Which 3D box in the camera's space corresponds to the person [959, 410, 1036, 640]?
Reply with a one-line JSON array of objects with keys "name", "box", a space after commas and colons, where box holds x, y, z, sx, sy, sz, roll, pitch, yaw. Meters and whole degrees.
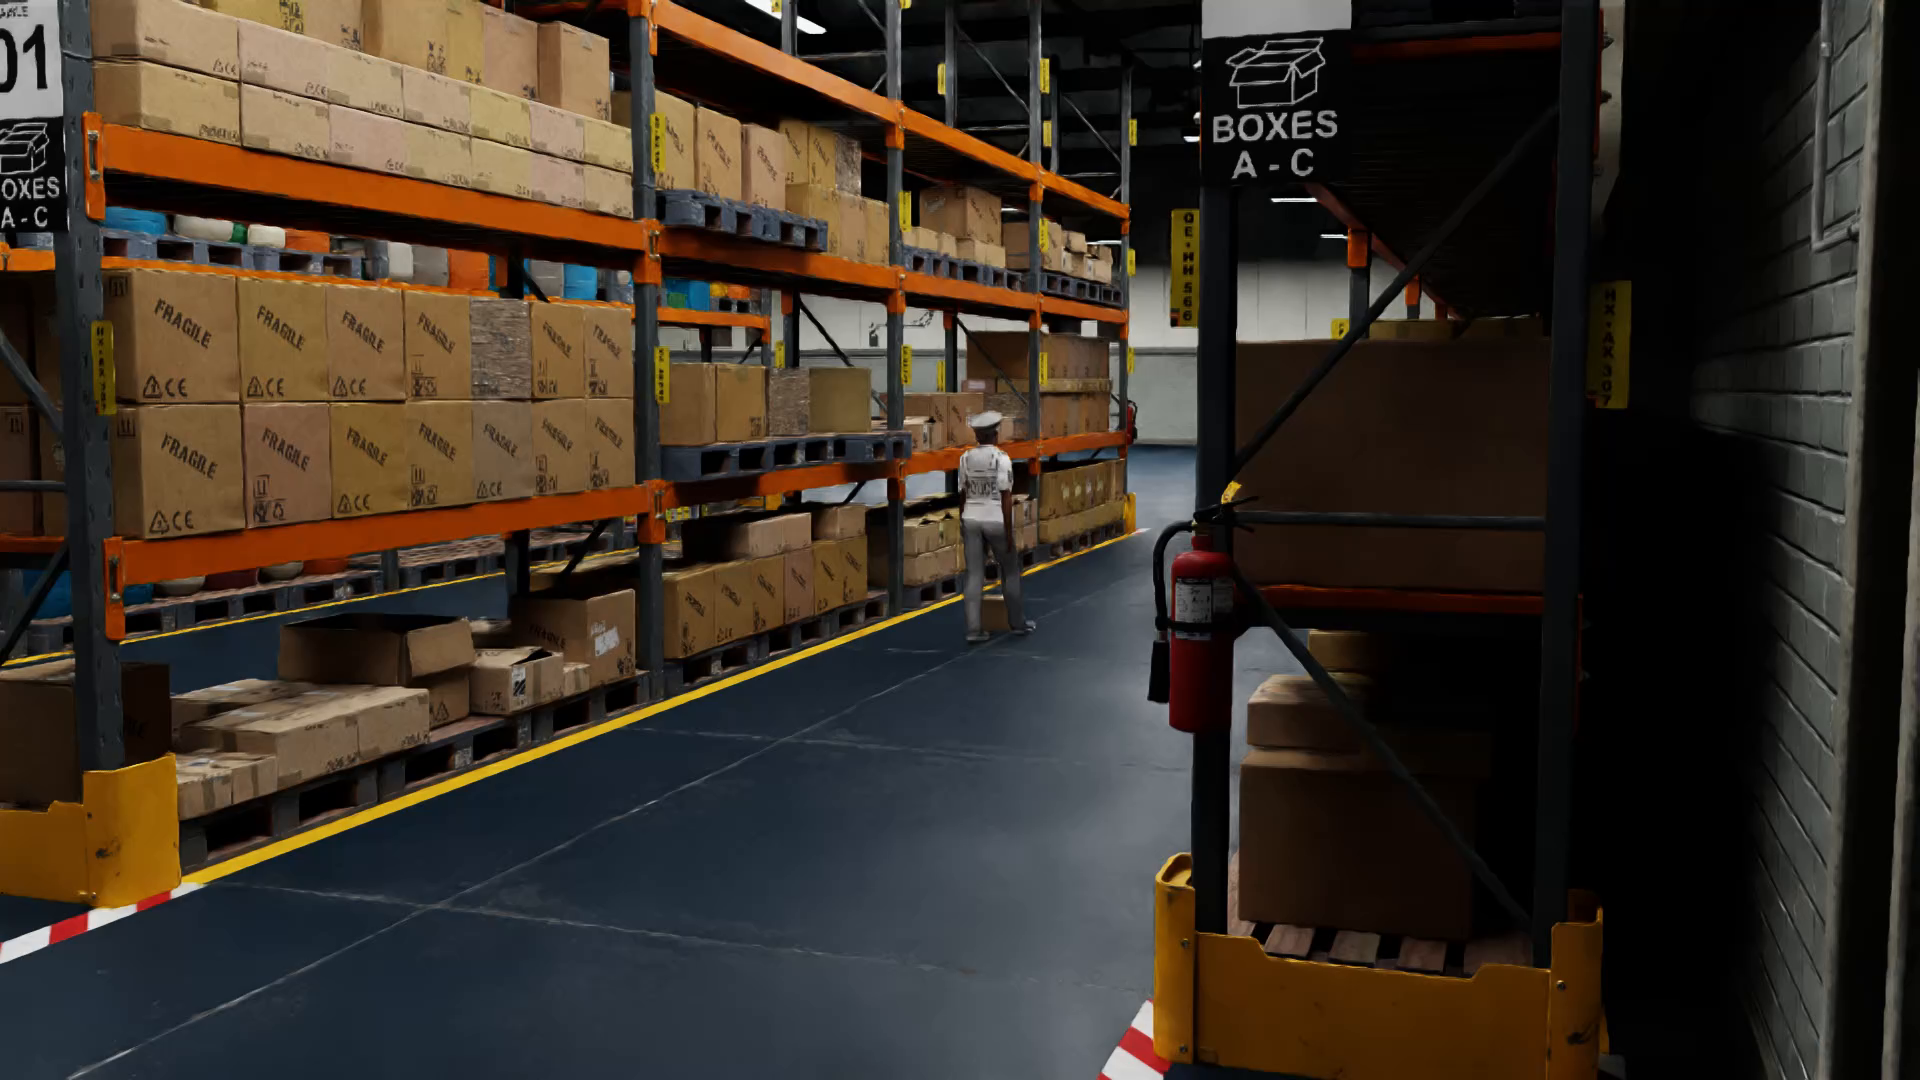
[{"name": "person", "box": [0.251, -0.116, 12.301, 0.455, 1.681, 0.683, 2, 6, 25]}]
